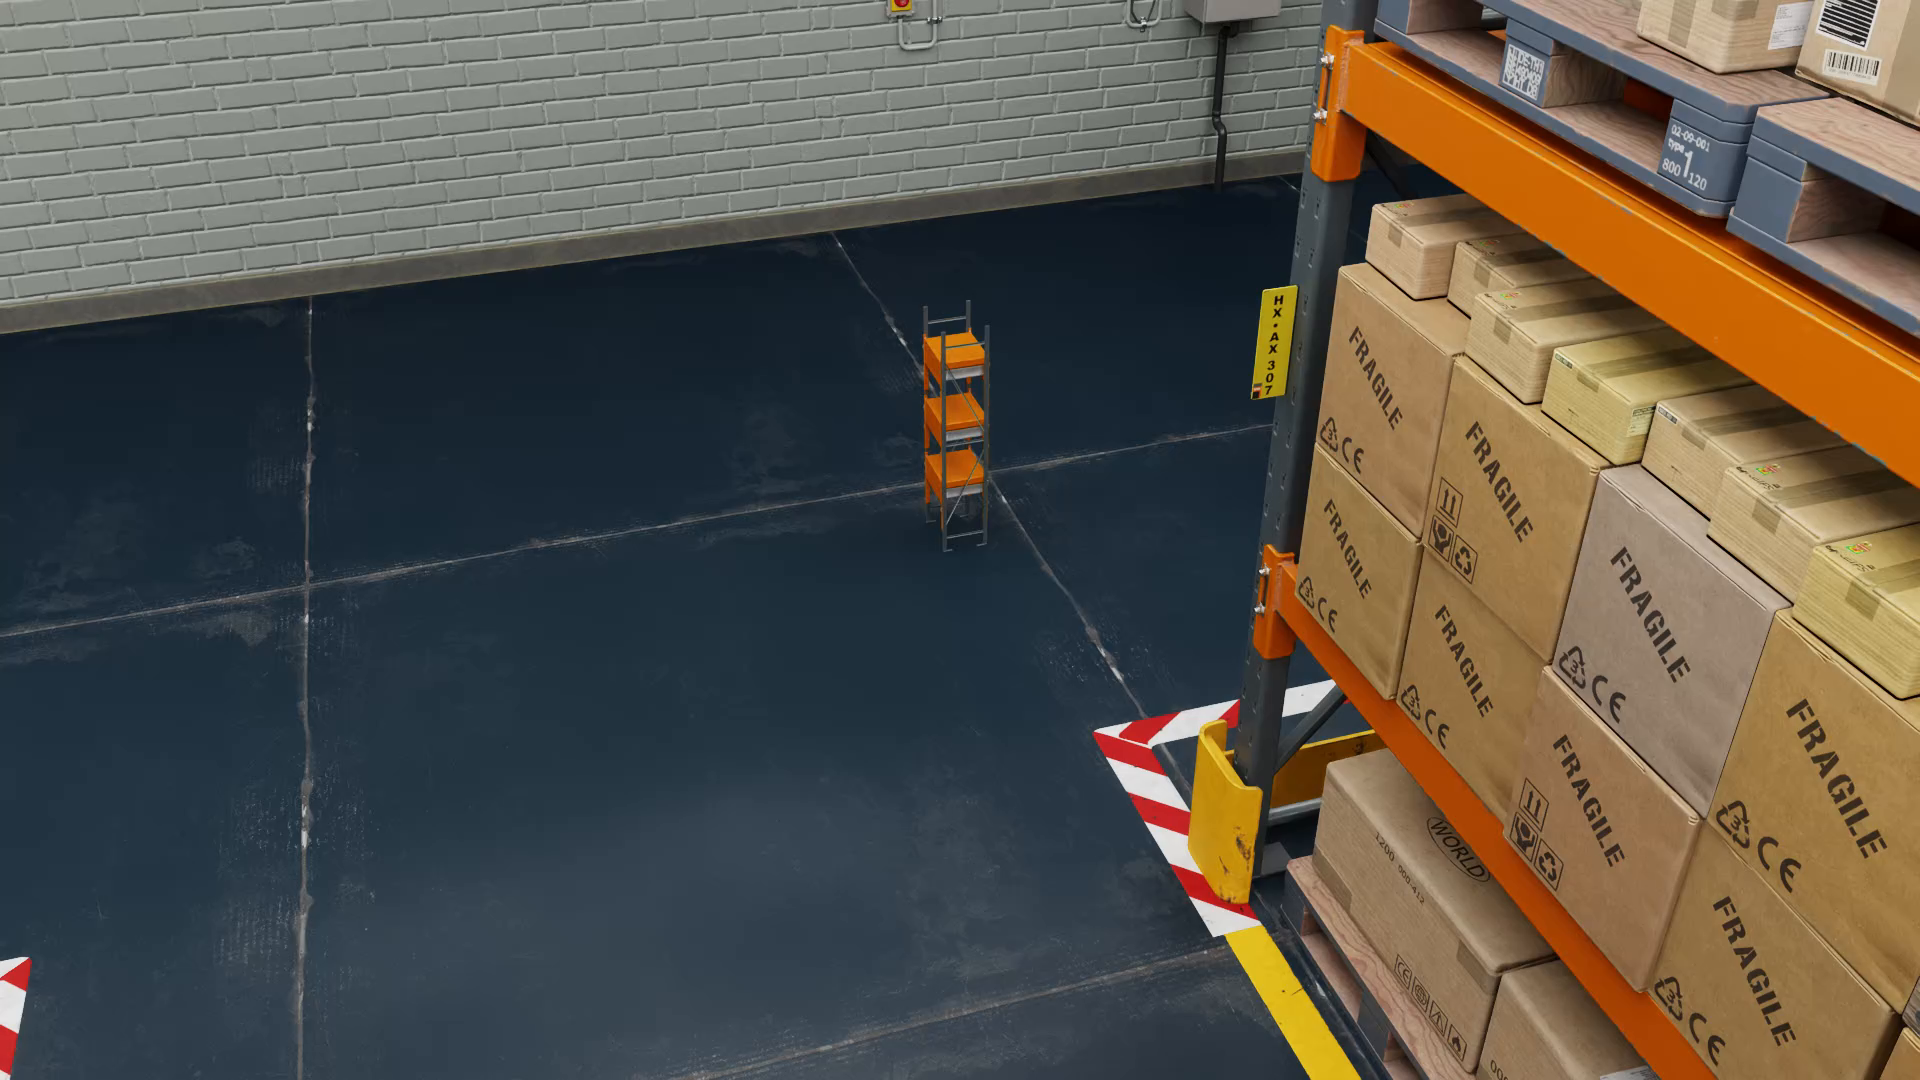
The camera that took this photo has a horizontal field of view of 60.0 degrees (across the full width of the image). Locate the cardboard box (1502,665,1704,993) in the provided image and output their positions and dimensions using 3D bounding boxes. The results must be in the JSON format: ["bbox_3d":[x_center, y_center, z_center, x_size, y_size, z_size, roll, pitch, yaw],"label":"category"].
[{"bbox_3d":[1.567,0.565,3.583,0.500,0.500,0.500,-10,35,-15],"label":"cardboard box"}]

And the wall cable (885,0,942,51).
[{"bbox_3d":[-0.367,-3.618,9.054,0.585,1.953,0.123,-10,35,-15],"label":"wall cable"}]

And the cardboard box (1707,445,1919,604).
[{"bbox_3d":[1.601,-0.037,2.999,0.380,0.149,0.250,-10,35,-14],"label":"cardboard box"}]

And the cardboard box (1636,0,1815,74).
[{"bbox_3d":[1.488,-0.978,3.044,0.380,0.149,0.250,-9,34,-13],"label":"cardboard box"}]

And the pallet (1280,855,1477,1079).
[{"bbox_3d":[1.693,1.346,5.022,1.003,0.211,1.213,-10,35,-15],"label":"pallet"}]

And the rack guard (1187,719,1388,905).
[{"bbox_3d":[1.367,0.806,5.577,1.175,0.500,0.348,-10,35,-15],"label":"rack guard"}]

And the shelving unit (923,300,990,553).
[{"bbox_3d":[-0.016,-0.466,7.003,0.215,1.050,0.252,-10,35,-15],"label":"shelving unit"}]

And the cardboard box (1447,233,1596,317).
[{"bbox_3d":[1.367,-0.595,3.844,0.380,0.149,0.250,-9,35,-14],"label":"cardboard box"}]

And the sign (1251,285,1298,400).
[{"bbox_3d":[0.844,-0.528,4.471,0.100,0.325,0.005,-10,35,-15],"label":"sign"}]

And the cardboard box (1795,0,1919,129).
[{"bbox_3d":[1.784,-0.861,2.721,0.500,0.311,0.500,-9,35,-14],"label":"cardboard box"}]

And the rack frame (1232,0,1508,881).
[{"bbox_3d":[1.375,-0.224,4.868,1.000,3.000,0.127,-10,35,-15],"label":"rack frame"}]

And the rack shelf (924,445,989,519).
[{"bbox_3d":[-0.016,-0.225,7.162,0.215,0.259,0.240,-10,35,-15],"label":"rack shelf"}]

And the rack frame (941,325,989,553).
[{"bbox_3d":[0.021,-0.402,6.906,0.200,1.050,0.008,-10,35,-15],"label":"rack frame"}]

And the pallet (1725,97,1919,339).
[{"bbox_3d":[1.987,-0.409,2.508,1.003,0.211,1.213,-10,35,-15],"label":"pallet"}]

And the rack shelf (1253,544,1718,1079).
[{"bbox_3d":[1.985,1.126,3.478,1.077,0.370,4.000,-10,35,-15],"label":"rack shelf"}]

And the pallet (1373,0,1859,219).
[{"bbox_3d":[1.611,-1.051,3.479,1.003,0.211,1.213,-10,35,-15],"label":"pallet"}]

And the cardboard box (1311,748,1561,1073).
[{"bbox_3d":[1.671,0.999,4.960,0.875,0.438,0.875,-11,35,-16],"label":"cardboard box"}]

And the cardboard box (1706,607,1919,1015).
[{"bbox_3d":[1.732,0.418,2.899,0.500,0.500,0.500,-10,35,-15],"label":"cardboard box"}]

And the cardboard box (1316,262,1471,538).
[{"bbox_3d":[1.250,-0.383,4.111,0.500,0.500,0.500,-11,35,-16],"label":"cardboard box"}]

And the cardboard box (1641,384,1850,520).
[{"bbox_3d":[1.565,-0.175,3.208,0.380,0.149,0.250,-10,35,-14],"label":"cardboard box"}]

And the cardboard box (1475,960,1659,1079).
[{"bbox_3d":[1.959,1.478,4.235,0.875,0.438,0.875,-9,35,-13],"label":"cardboard box"}]

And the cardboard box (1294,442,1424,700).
[{"bbox_3d":[1.248,0.034,4.386,0.500,0.500,0.500,-10,35,-15],"label":"cardboard box"}]

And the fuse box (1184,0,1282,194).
[{"bbox_3d":[1.678,-2.920,10.117,0.539,1.711,0.414,-10,35,-15],"label":"fuse box"}]

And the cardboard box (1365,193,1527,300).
[{"bbox_3d":[1.219,-0.721,4.034,0.380,0.149,0.250,-9,35,-14],"label":"cardboard box"}]

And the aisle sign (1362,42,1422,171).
[{"bbox_3d":[1.077,-1.298,4.135,0.394,0.787,0.004,-10,35,-15],"label":"aisle sign"}]

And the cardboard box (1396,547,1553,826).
[{"bbox_3d":[1.429,0.295,3.992,0.500,0.500,0.500,-10,35,-15],"label":"cardboard box"}]

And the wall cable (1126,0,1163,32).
[{"bbox_3d":[0.980,-3.849,9.433,0.588,1.984,0.122,-10,35,-15],"label":"wall cable"}]

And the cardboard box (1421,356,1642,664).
[{"bbox_3d":[1.414,-0.113,3.703,0.500,0.500,0.500,-11,35,-16],"label":"cardboard box"}]

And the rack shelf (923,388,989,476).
[{"bbox_3d":[-0.016,-0.457,7.009,0.215,0.259,0.240,-10,35,-15],"label":"rack shelf"}]

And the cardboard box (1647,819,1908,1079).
[{"bbox_3d":[1.735,0.826,3.189,0.500,0.500,0.500,-9,34,-13],"label":"cardboard box"}]

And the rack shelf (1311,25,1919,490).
[{"bbox_3d":[1.985,-0.125,2.651,1.077,0.370,4.000,-10,35,-15],"label":"rack shelf"}]

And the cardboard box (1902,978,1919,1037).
[{"bbox_3d":[1.877,0.682,2.499,0.500,0.500,0.500,-10,35,-14],"label":"cardboard box"}]

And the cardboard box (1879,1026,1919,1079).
[{"bbox_3d":[1.881,1.103,2.769,0.500,0.500,0.500,-11,35,-15],"label":"cardboard box"}]

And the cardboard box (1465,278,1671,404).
[{"bbox_3d":[1.337,-0.439,3.608,0.380,0.149,0.250,-9,34,-13],"label":"cardboard box"}]

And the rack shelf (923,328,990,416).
[{"bbox_3d":[-0.016,-0.694,6.852,0.215,0.259,0.240,-10,35,-15],"label":"rack shelf"}]

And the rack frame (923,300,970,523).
[{"bbox_3d":[-0.054,-0.530,7.100,0.200,1.050,0.008,-10,35,-15],"label":"rack frame"}]

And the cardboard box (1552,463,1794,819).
[{"bbox_3d":[1.579,0.156,3.296,0.500,0.500,0.500,-10,35,-15],"label":"cardboard box"}]

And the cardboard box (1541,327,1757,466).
[{"bbox_3d":[1.435,-0.304,3.403,0.380,0.149,0.250,-11,35,-16],"label":"cardboard box"}]

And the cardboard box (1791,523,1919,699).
[{"bbox_3d":[1.652,0.101,2.791,0.380,0.149,0.250,-11,35,-16],"label":"cardboard box"}]
